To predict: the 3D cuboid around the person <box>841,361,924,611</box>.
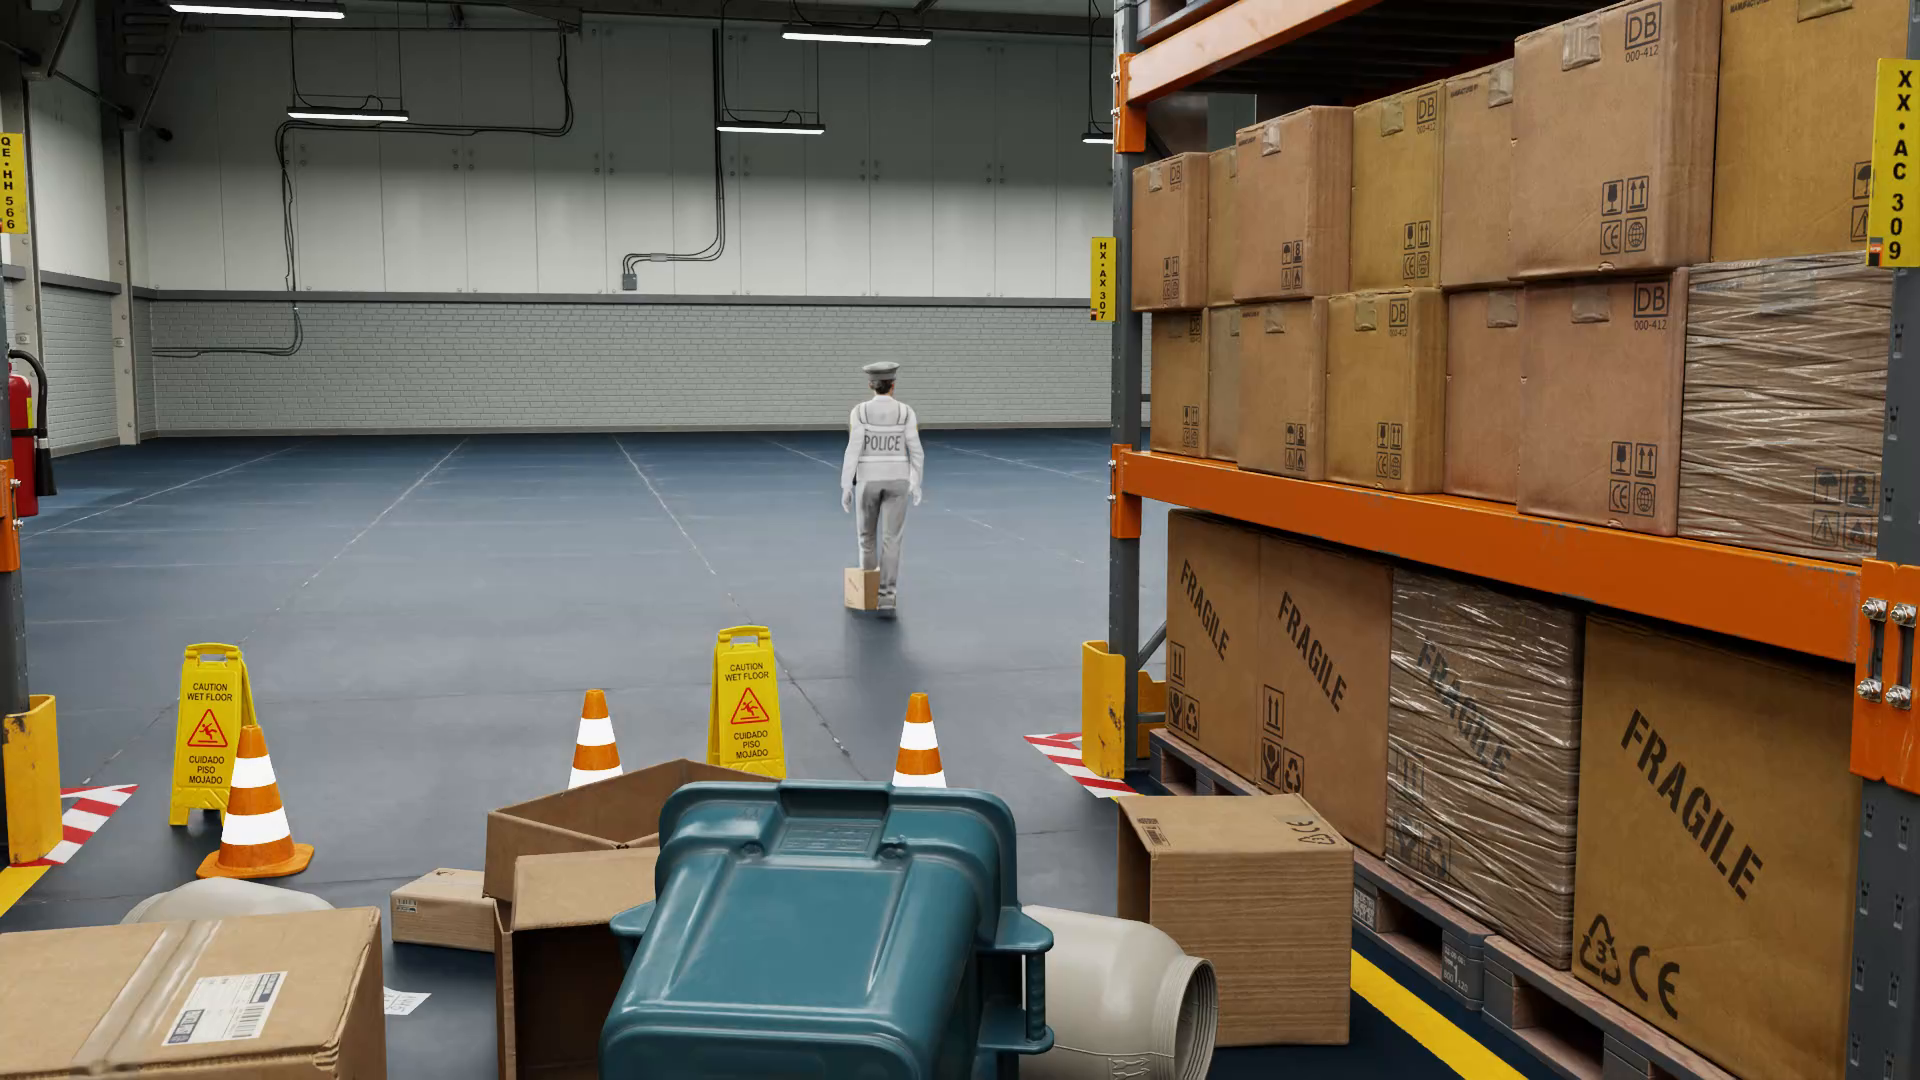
[{"bbox_3d":[-0.501,-0.373,10.982,0.533,1.603,1.003,0,6,1],"label":"person"}]
